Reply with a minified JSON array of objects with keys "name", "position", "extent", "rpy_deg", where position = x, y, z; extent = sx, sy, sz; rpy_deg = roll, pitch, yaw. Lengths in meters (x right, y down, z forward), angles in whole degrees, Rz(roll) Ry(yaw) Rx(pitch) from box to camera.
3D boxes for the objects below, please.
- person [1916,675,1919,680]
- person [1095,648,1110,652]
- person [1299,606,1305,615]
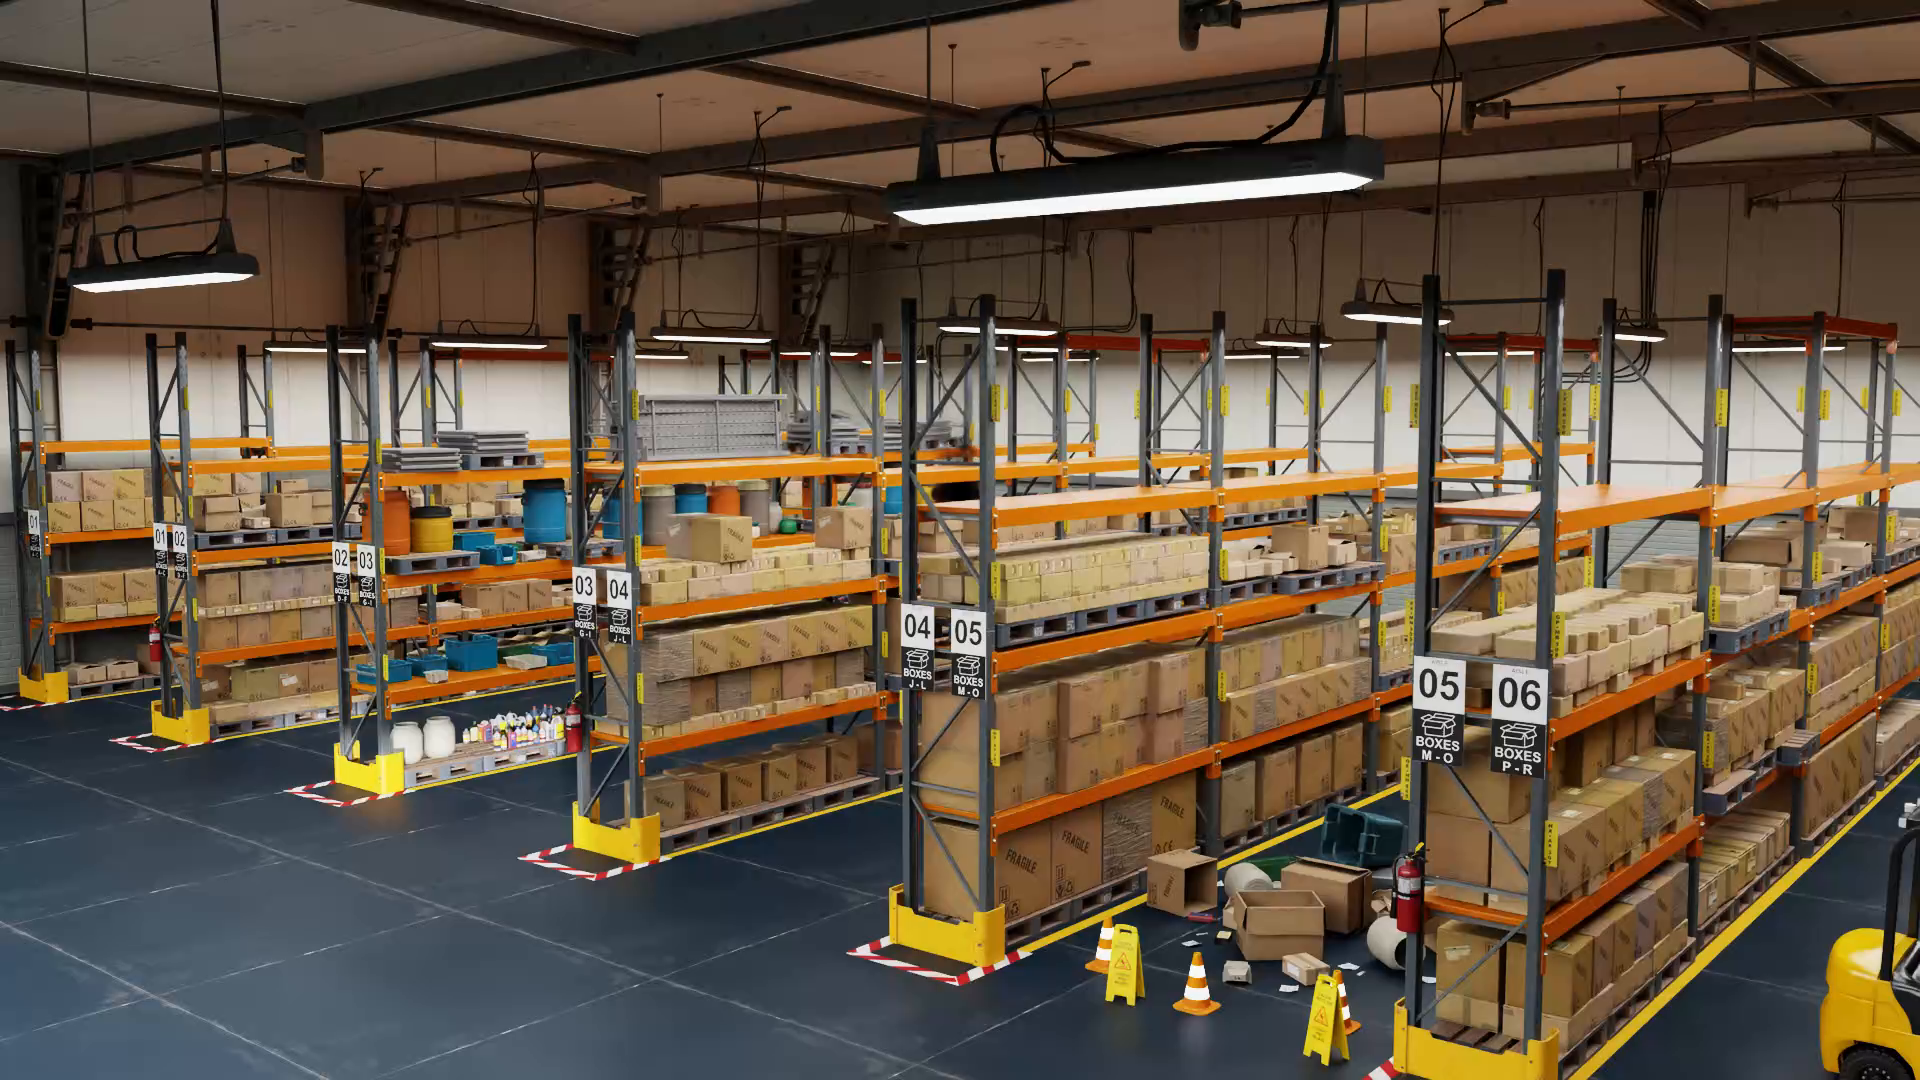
[{"name":"person","position":[14.942,2.135,25.461],"extent":[0.602,1.513,0.521],"rpy_deg":[-2,5,-18]},{"name":"person","position":[2.046,1.975,22.704],"extent":[0.640,1.778,0.519],"rpy_deg":[4,6,37]},{"name":"person","position":[5.738,1.825,27.452],"extent":[0.650,1.747,0.686],"rpy_deg":[4,6,36]}]
